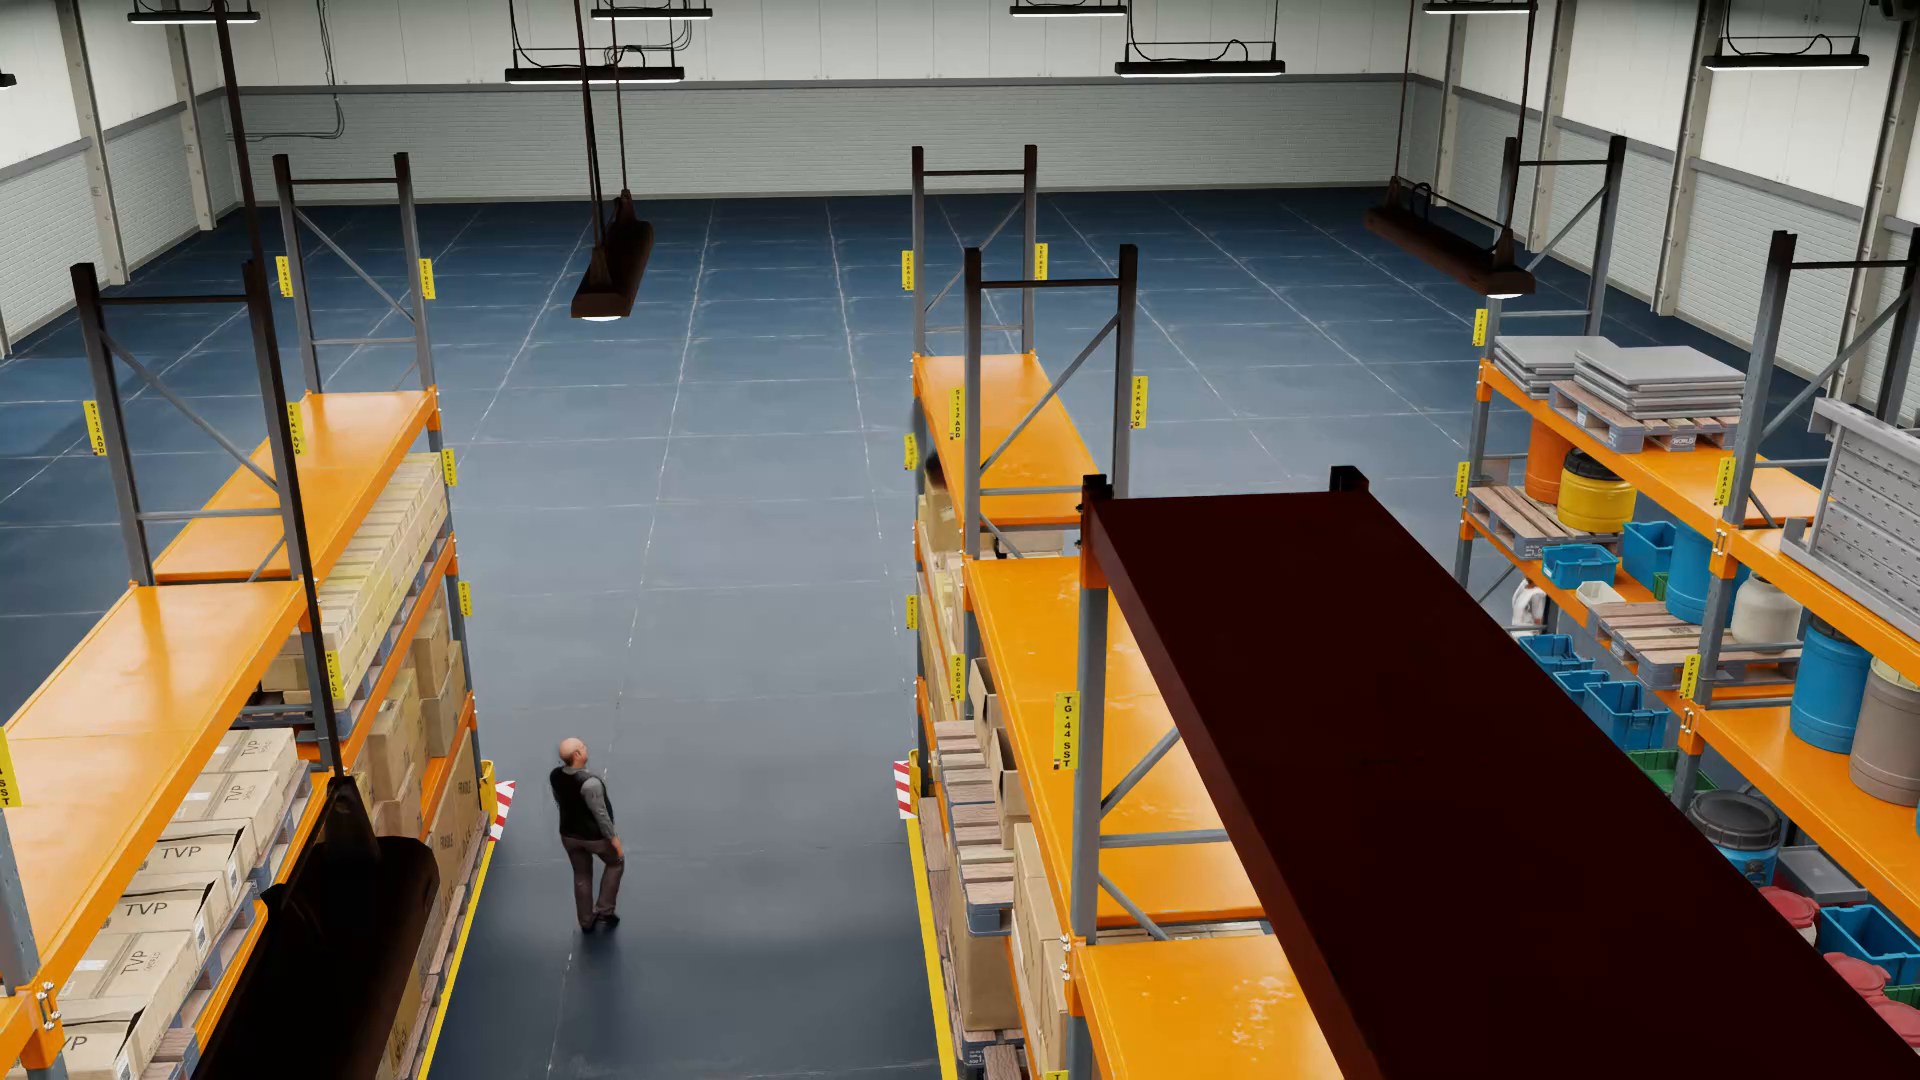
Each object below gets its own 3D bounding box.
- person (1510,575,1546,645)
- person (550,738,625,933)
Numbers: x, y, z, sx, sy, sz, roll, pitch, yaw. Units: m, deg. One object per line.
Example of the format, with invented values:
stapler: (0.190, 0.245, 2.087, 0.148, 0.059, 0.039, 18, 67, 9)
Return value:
person: (5.788, 0.989, 16.752, 0.762, 1.759, 0.599, 15, 26, 32)
person: (-2.962, 2.360, 13.460, 0.655, 1.782, 0.618, 5, 22, 14)
